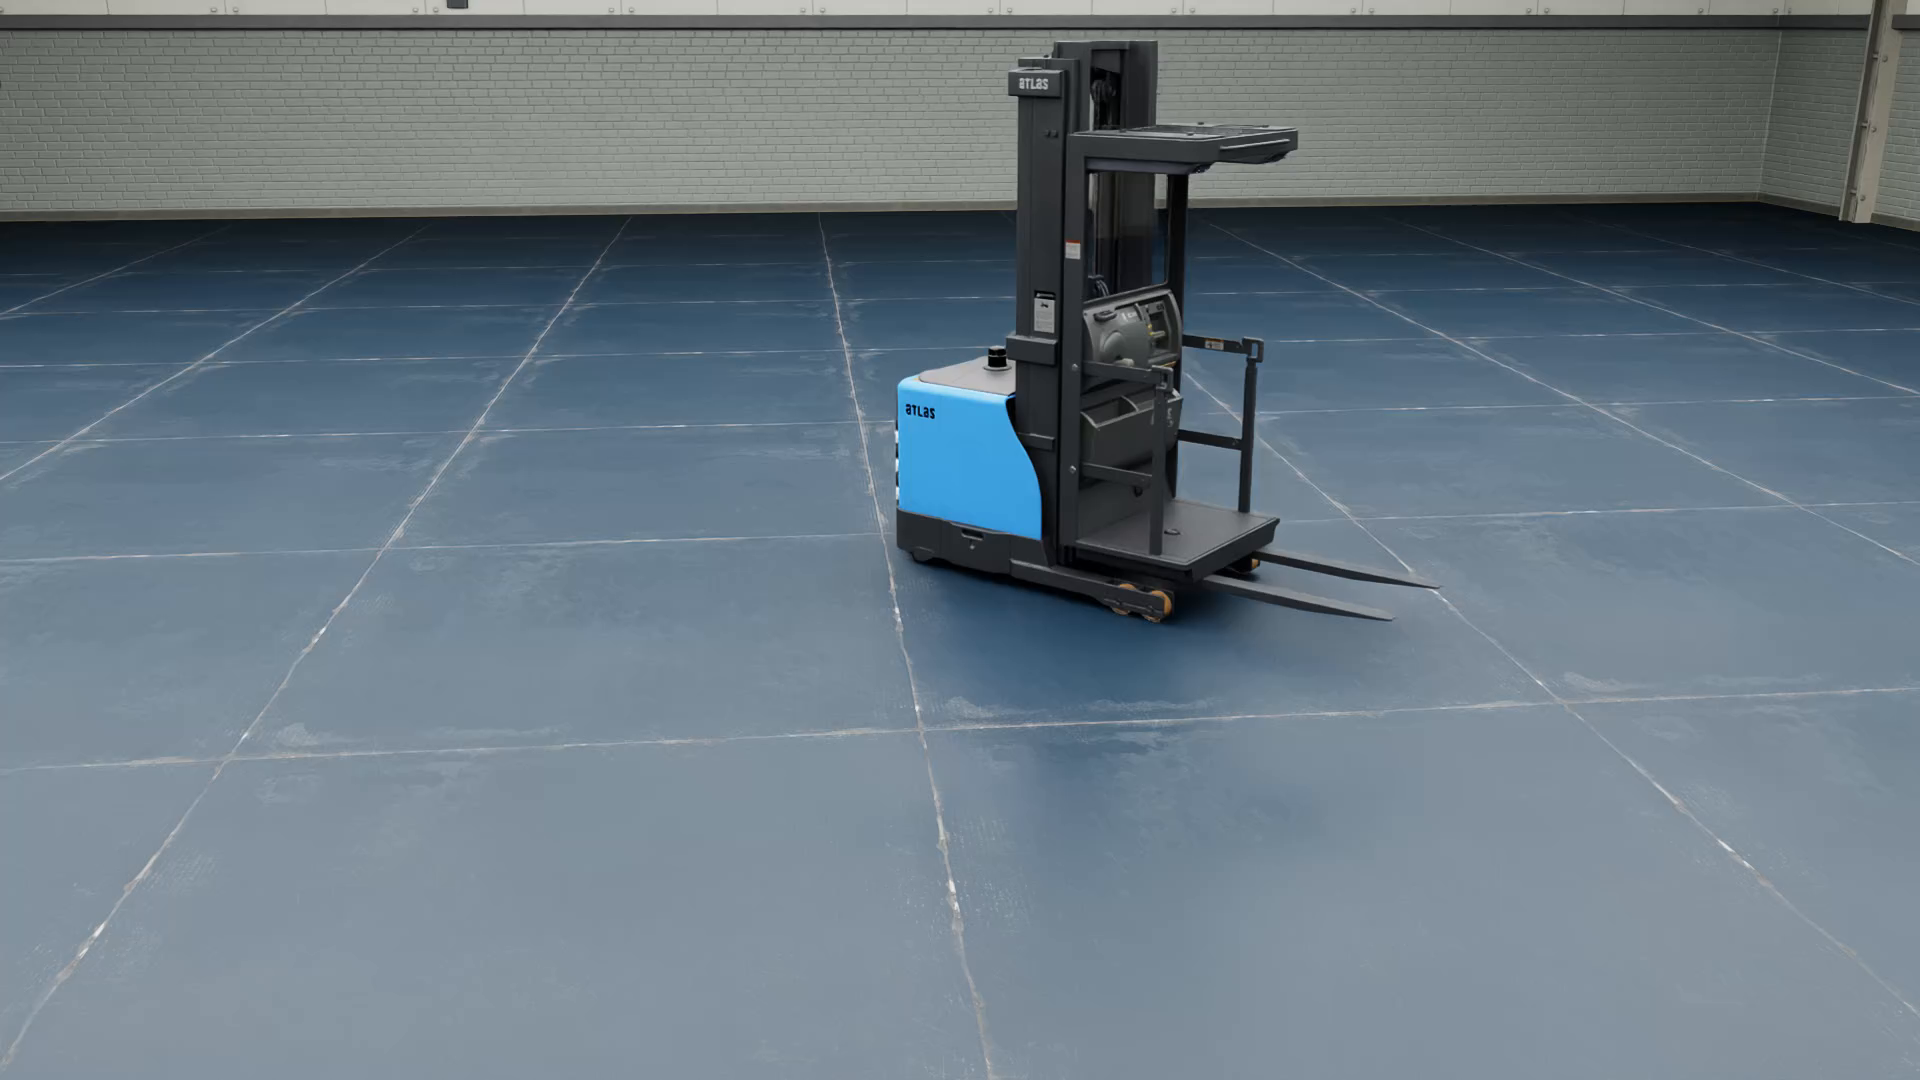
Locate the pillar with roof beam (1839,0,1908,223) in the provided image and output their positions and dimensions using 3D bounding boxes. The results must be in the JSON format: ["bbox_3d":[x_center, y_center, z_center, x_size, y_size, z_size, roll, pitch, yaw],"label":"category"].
[{"bbox_3d":[9.787,-9.170,24.361,9.100,9.000,0.400,-2,18,-6],"label":"pillar with roof beam"}]

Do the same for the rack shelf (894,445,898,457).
[{"bbox_3d":[-0.253,-0.527,10.165,0.258,0.077,0.200,-5,18,-15],"label":"rack shelf"}]

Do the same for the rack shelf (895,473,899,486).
[{"bbox_3d":[-0.253,-0.356,10.219,0.258,0.077,0.200,-5,18,-15],"label":"rack shelf"}]

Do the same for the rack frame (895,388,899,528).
[{"bbox_3d":[-0.280,-0.503,10.276,0.240,0.900,0.006,-5,18,-15],"label":"rack frame"}]

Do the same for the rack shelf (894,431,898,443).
[{"bbox_3d":[-0.253,-0.613,10.138,0.258,0.077,0.200,-5,18,-15],"label":"rack shelf"}]

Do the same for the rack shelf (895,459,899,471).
[{"bbox_3d":[-0.253,-0.442,10.192,0.258,0.077,0.200,-5,18,-15],"label":"rack shelf"}]

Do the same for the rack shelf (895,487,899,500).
[{"bbox_3d":[-0.253,-0.270,10.246,0.258,0.077,0.200,-5,18,-15],"label":"rack shelf"}]

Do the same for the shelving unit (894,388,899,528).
[{"bbox_3d":[-0.253,-0.473,10.182,0.258,0.900,0.210,-5,18,-15],"label":"shelving unit"}]

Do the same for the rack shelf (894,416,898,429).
[{"bbox_3d":[-0.253,-0.699,10.112,0.258,0.077,0.200,-5,18,-15],"label":"rack shelf"}]

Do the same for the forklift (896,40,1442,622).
[{"bbox_3d":[1.110,-1.144,8.928,3.031,2.935,1.130,13,21,35],"label":"forklift"}]

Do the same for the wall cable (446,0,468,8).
[{"bbox_3d":[-6.807,-11.159,25.021,2.305,6.003,0.169,-2,18,-6],"label":"wall cable"}]
